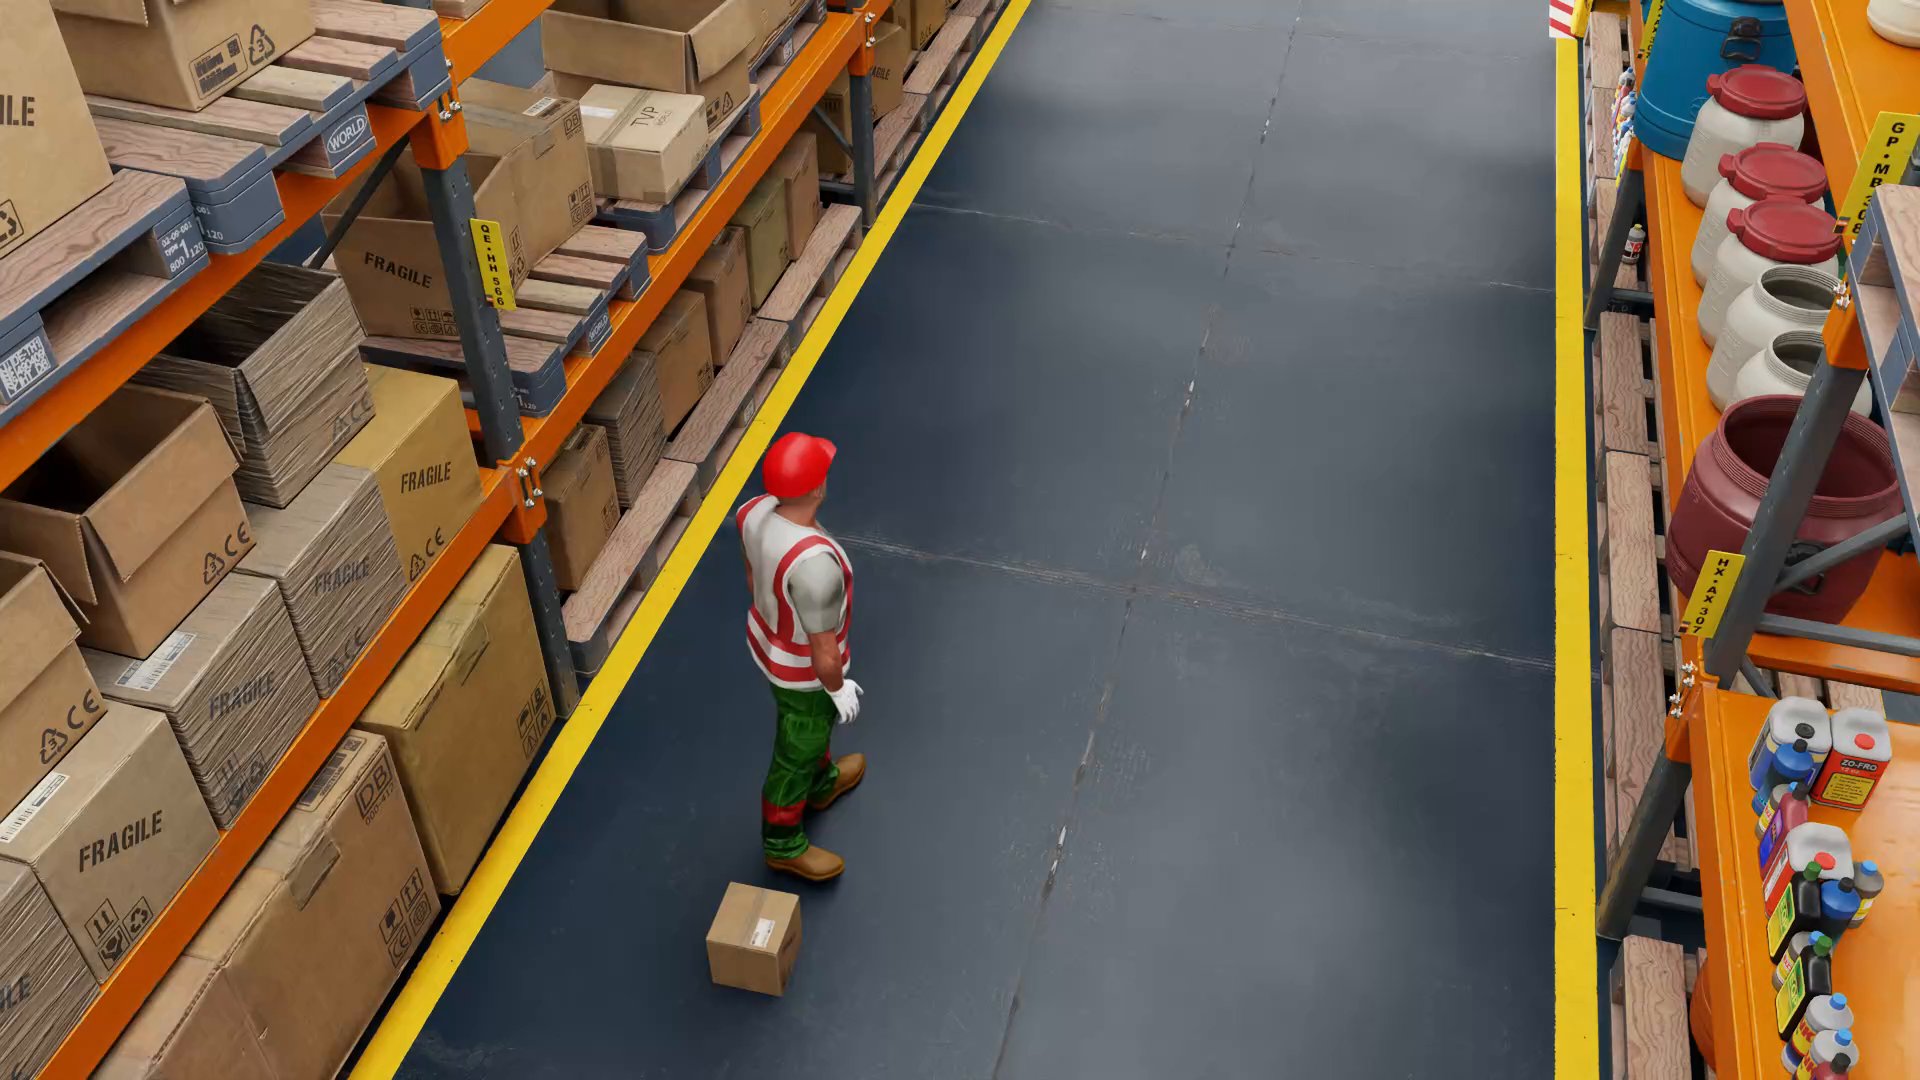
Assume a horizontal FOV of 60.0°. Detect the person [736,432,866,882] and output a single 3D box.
[{"bbox_3d":[-0.521,0.389,5.671,0.531,1.787,0.564,-17,44,-19],"label":"person"}]
